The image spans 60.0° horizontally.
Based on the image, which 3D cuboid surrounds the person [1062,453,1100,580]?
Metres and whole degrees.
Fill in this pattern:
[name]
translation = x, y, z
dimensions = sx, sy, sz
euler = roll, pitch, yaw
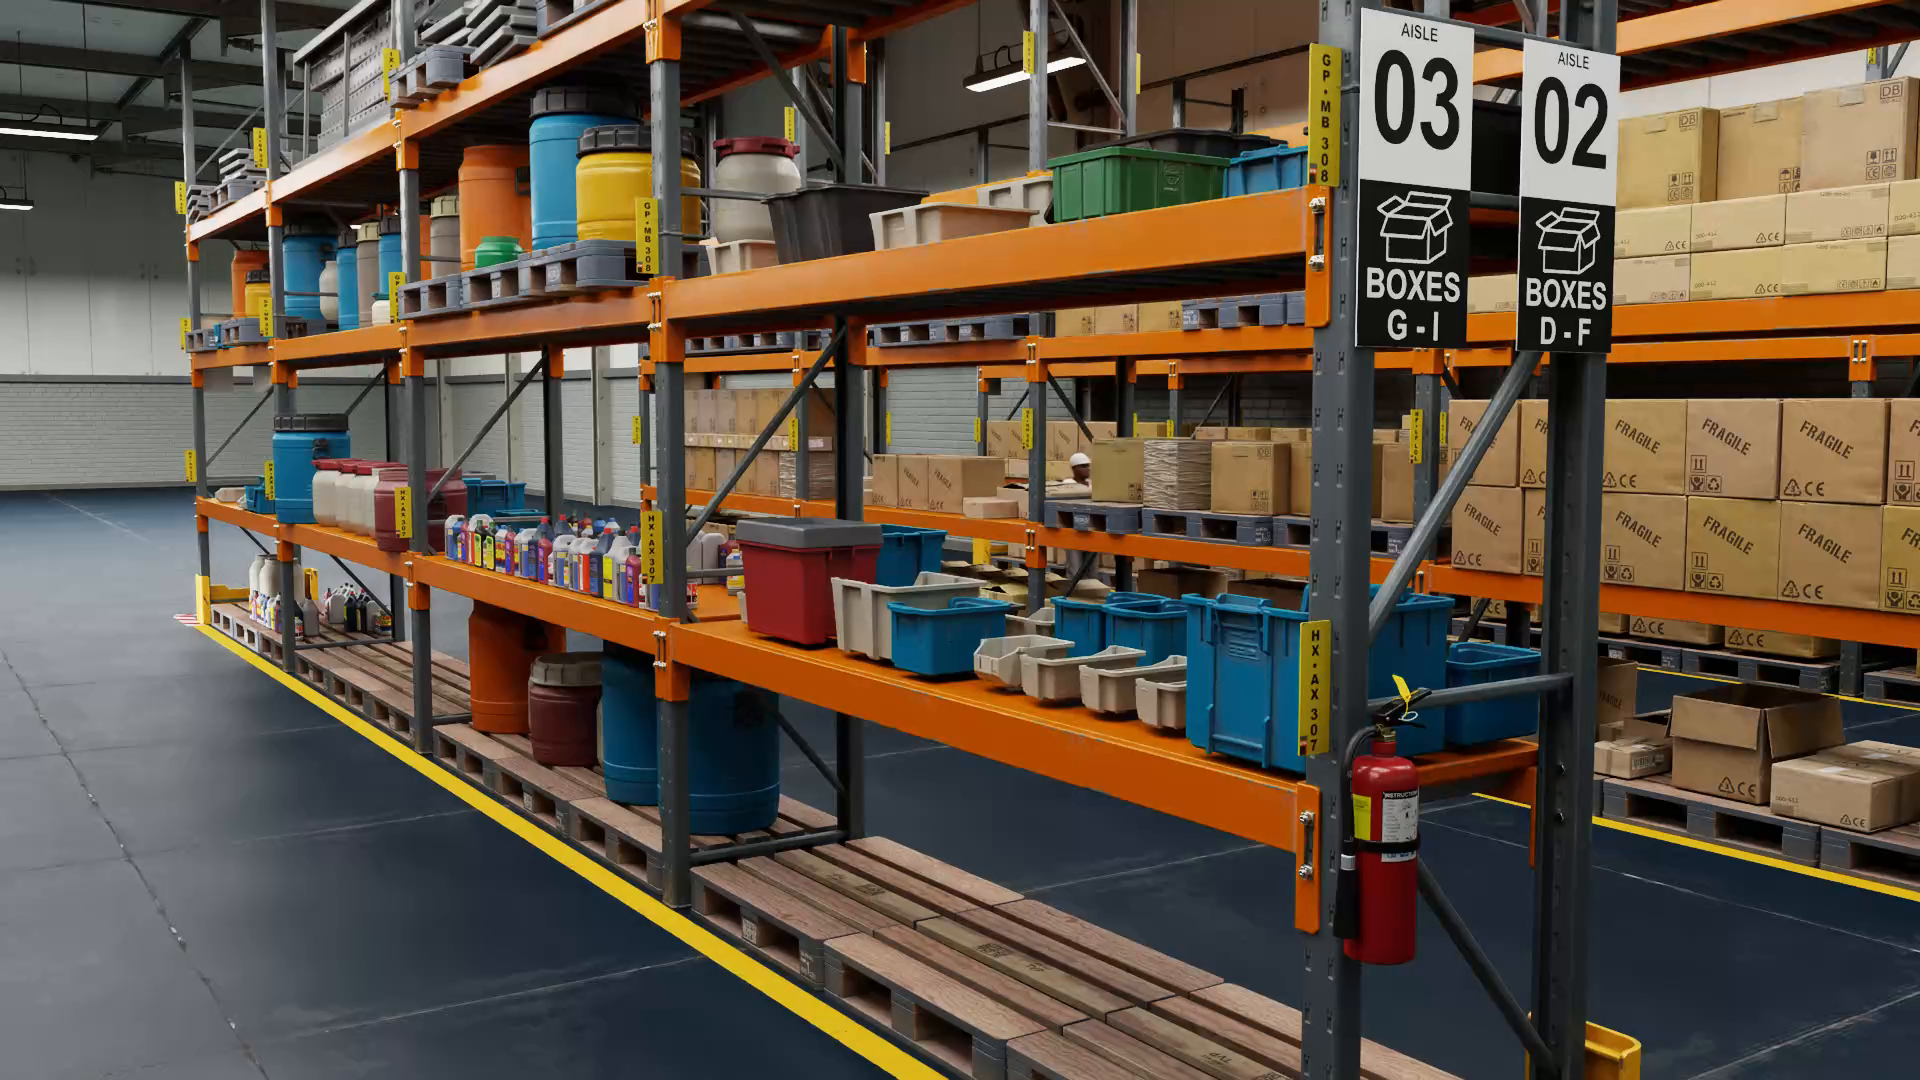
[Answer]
[person]
translation = 1.345, -0.035, 17.643
dimensions = 0.504, 1.761, 0.572
euler = -3, 5, -33
